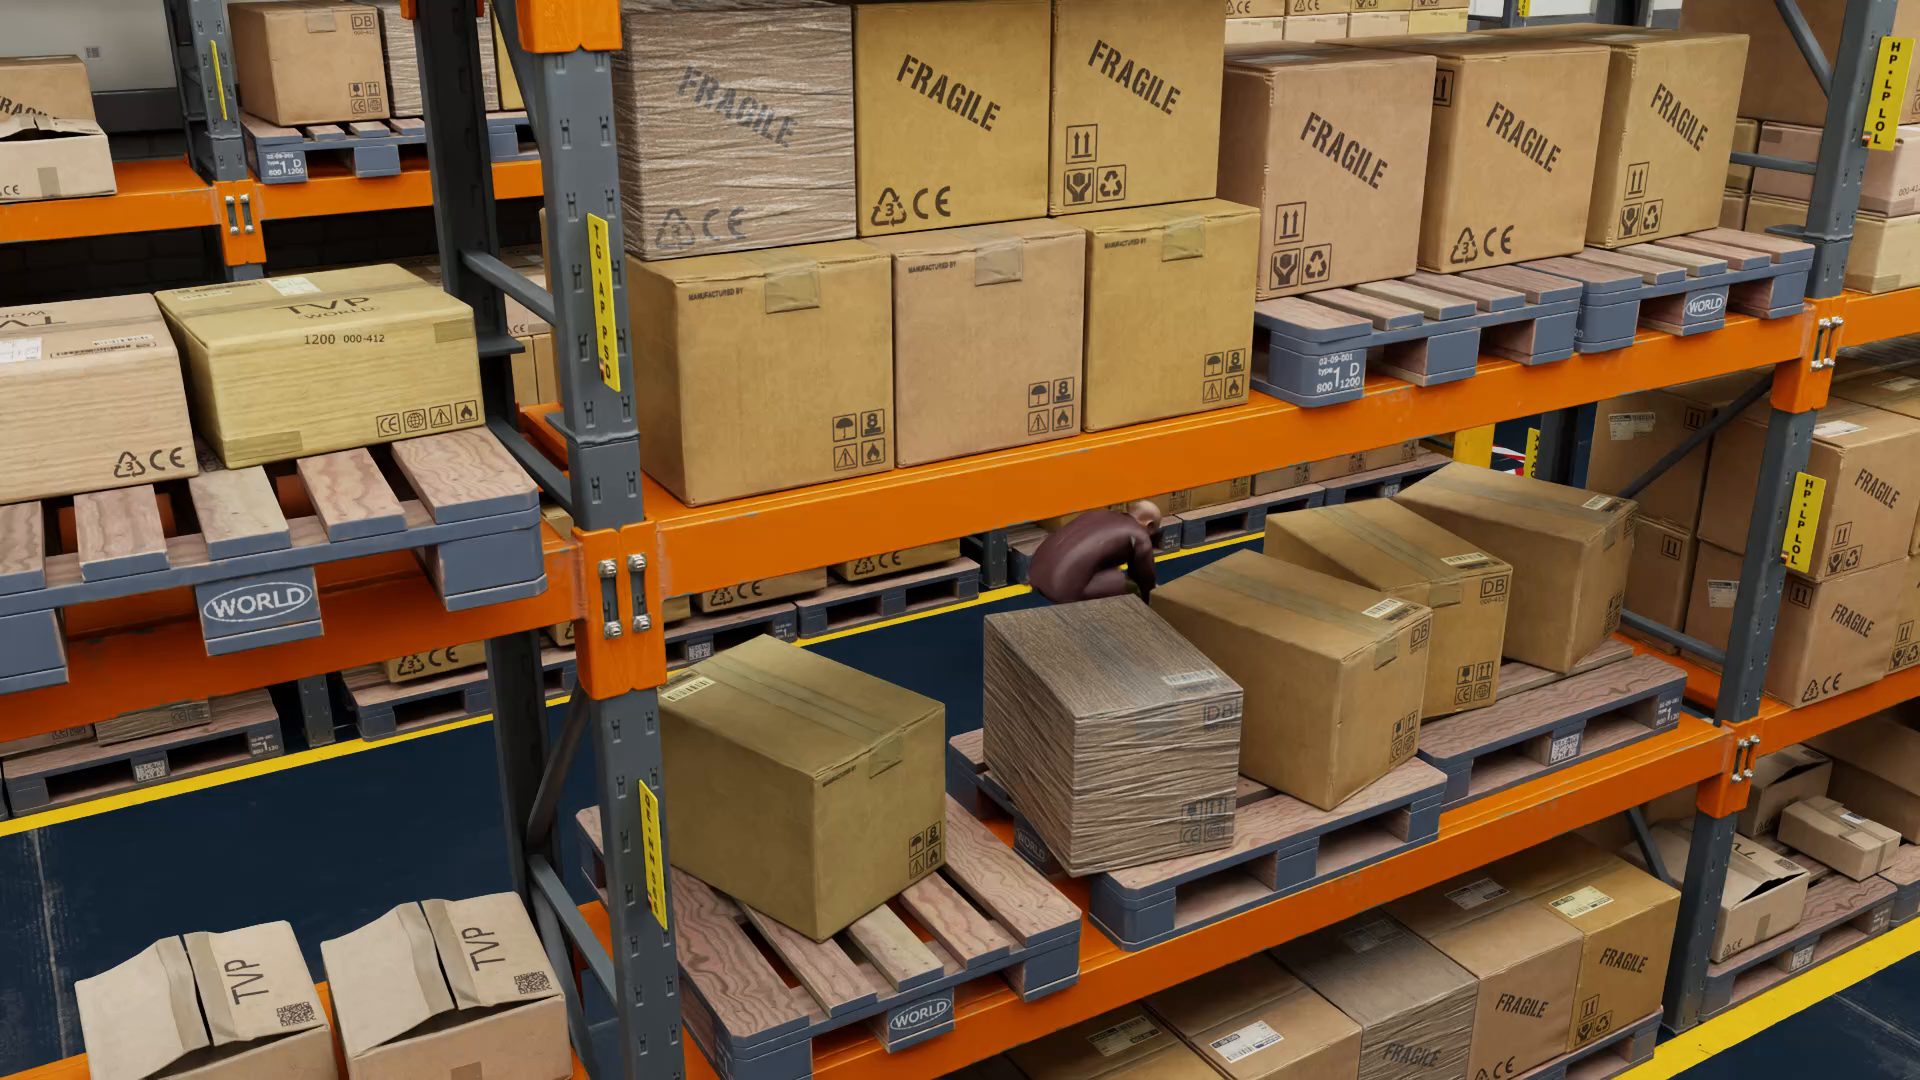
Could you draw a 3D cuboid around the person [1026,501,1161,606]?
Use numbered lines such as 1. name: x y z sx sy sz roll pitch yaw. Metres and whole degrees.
1. person: 0.792 0.251 9.352 0.953 0.804 0.577 -16 26 -34
